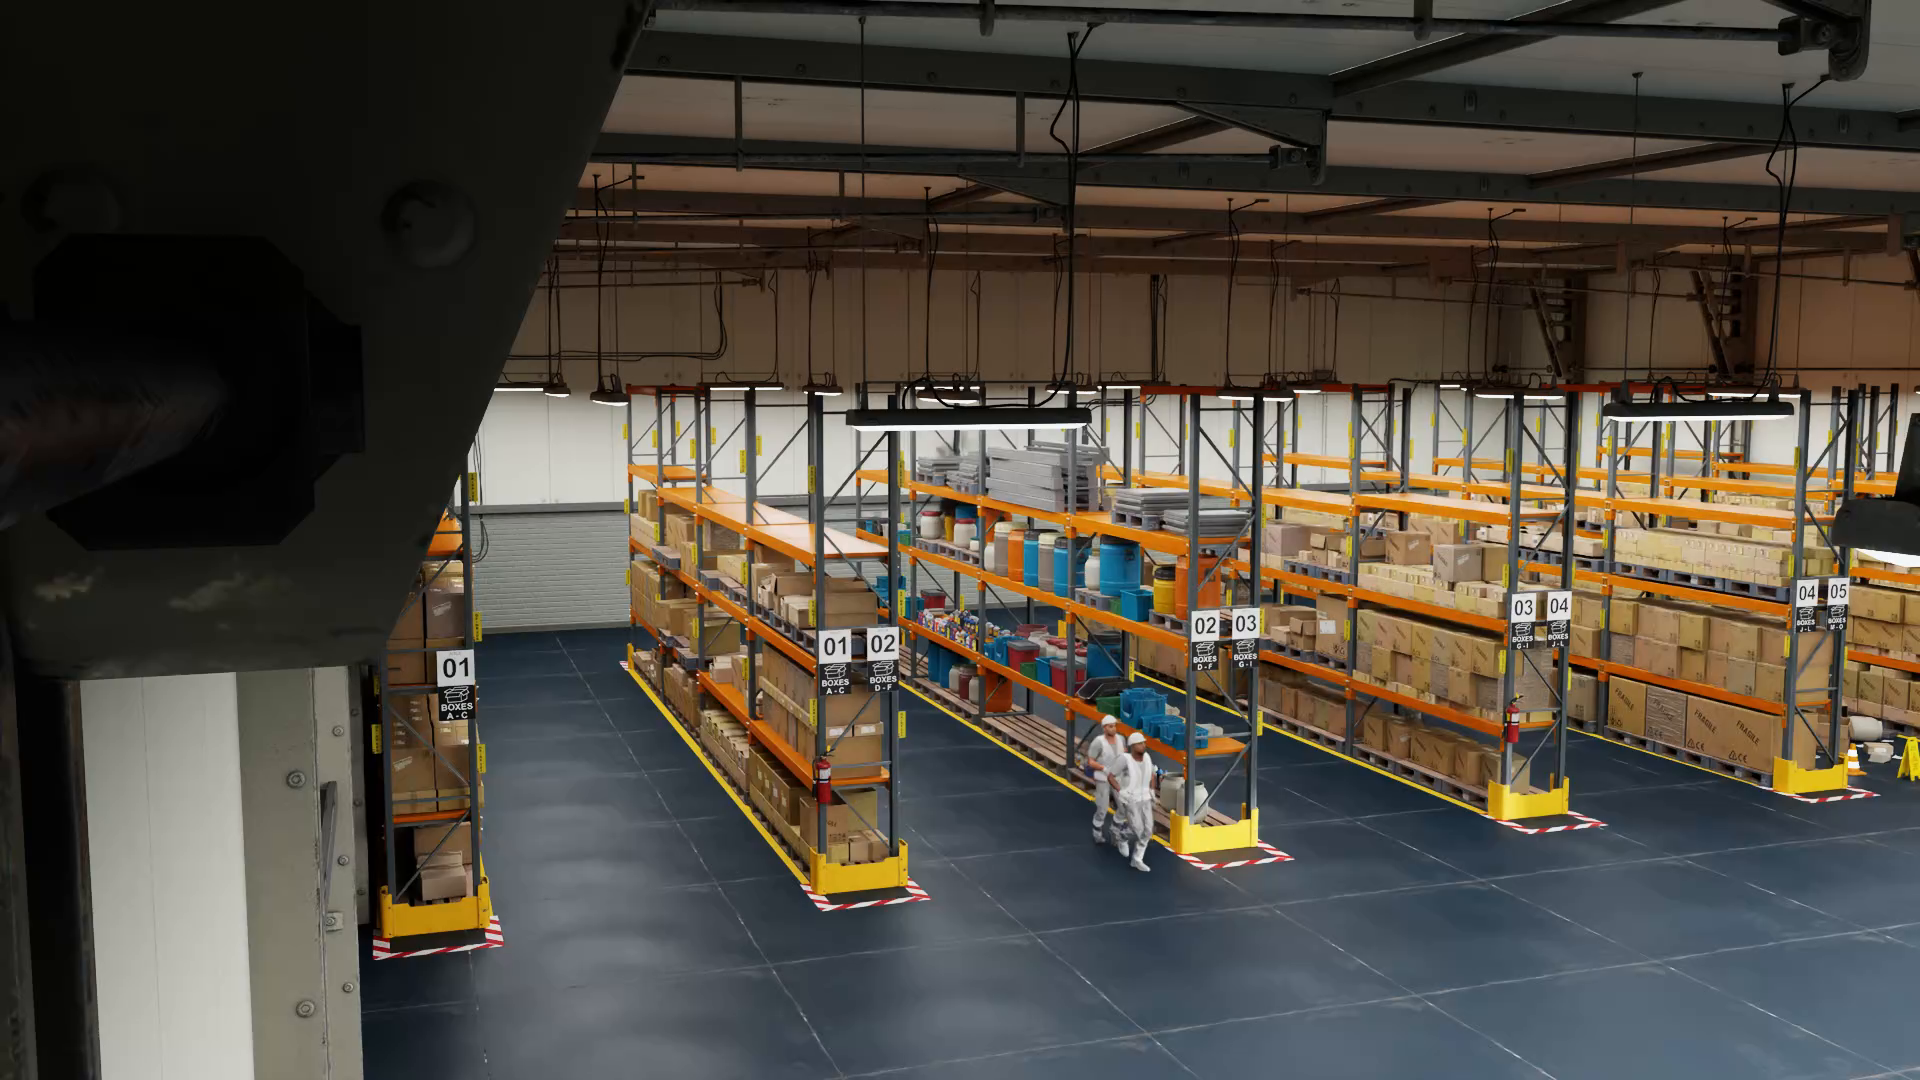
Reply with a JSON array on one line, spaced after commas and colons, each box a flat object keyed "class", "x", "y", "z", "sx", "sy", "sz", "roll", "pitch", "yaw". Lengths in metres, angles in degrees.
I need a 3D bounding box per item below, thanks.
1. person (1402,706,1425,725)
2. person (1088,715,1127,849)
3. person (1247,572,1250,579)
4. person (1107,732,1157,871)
[{"class": "person", "x": 8.162, "y": 2.383, "z": 29.751, "sx": 0.650, "sy": 1.826, "sz": 0.832, "roll": -3, "pitch": 6, "yaw": -23}, {"class": "person", "x": 1.998, "y": 3.190, "z": 21.896, "sx": 0.675, "sy": 1.797, "sz": 0.696, "roll": -3, "pitch": 6, "yaw": -23}, {"class": "person", "x": 7.229, "y": 1.237, "z": 41.377, "sx": 0.823, "sy": 1.623, "sz": 0.674, "roll": 2, "pitch": 6, "yaw": 14}, {"class": "person", "x": 2.203, "y": 3.298, "z": 21.099, "sx": 0.701, "sy": 1.747, "sz": 0.557, "roll": -4, "pitch": 7, "yaw": -31}]
